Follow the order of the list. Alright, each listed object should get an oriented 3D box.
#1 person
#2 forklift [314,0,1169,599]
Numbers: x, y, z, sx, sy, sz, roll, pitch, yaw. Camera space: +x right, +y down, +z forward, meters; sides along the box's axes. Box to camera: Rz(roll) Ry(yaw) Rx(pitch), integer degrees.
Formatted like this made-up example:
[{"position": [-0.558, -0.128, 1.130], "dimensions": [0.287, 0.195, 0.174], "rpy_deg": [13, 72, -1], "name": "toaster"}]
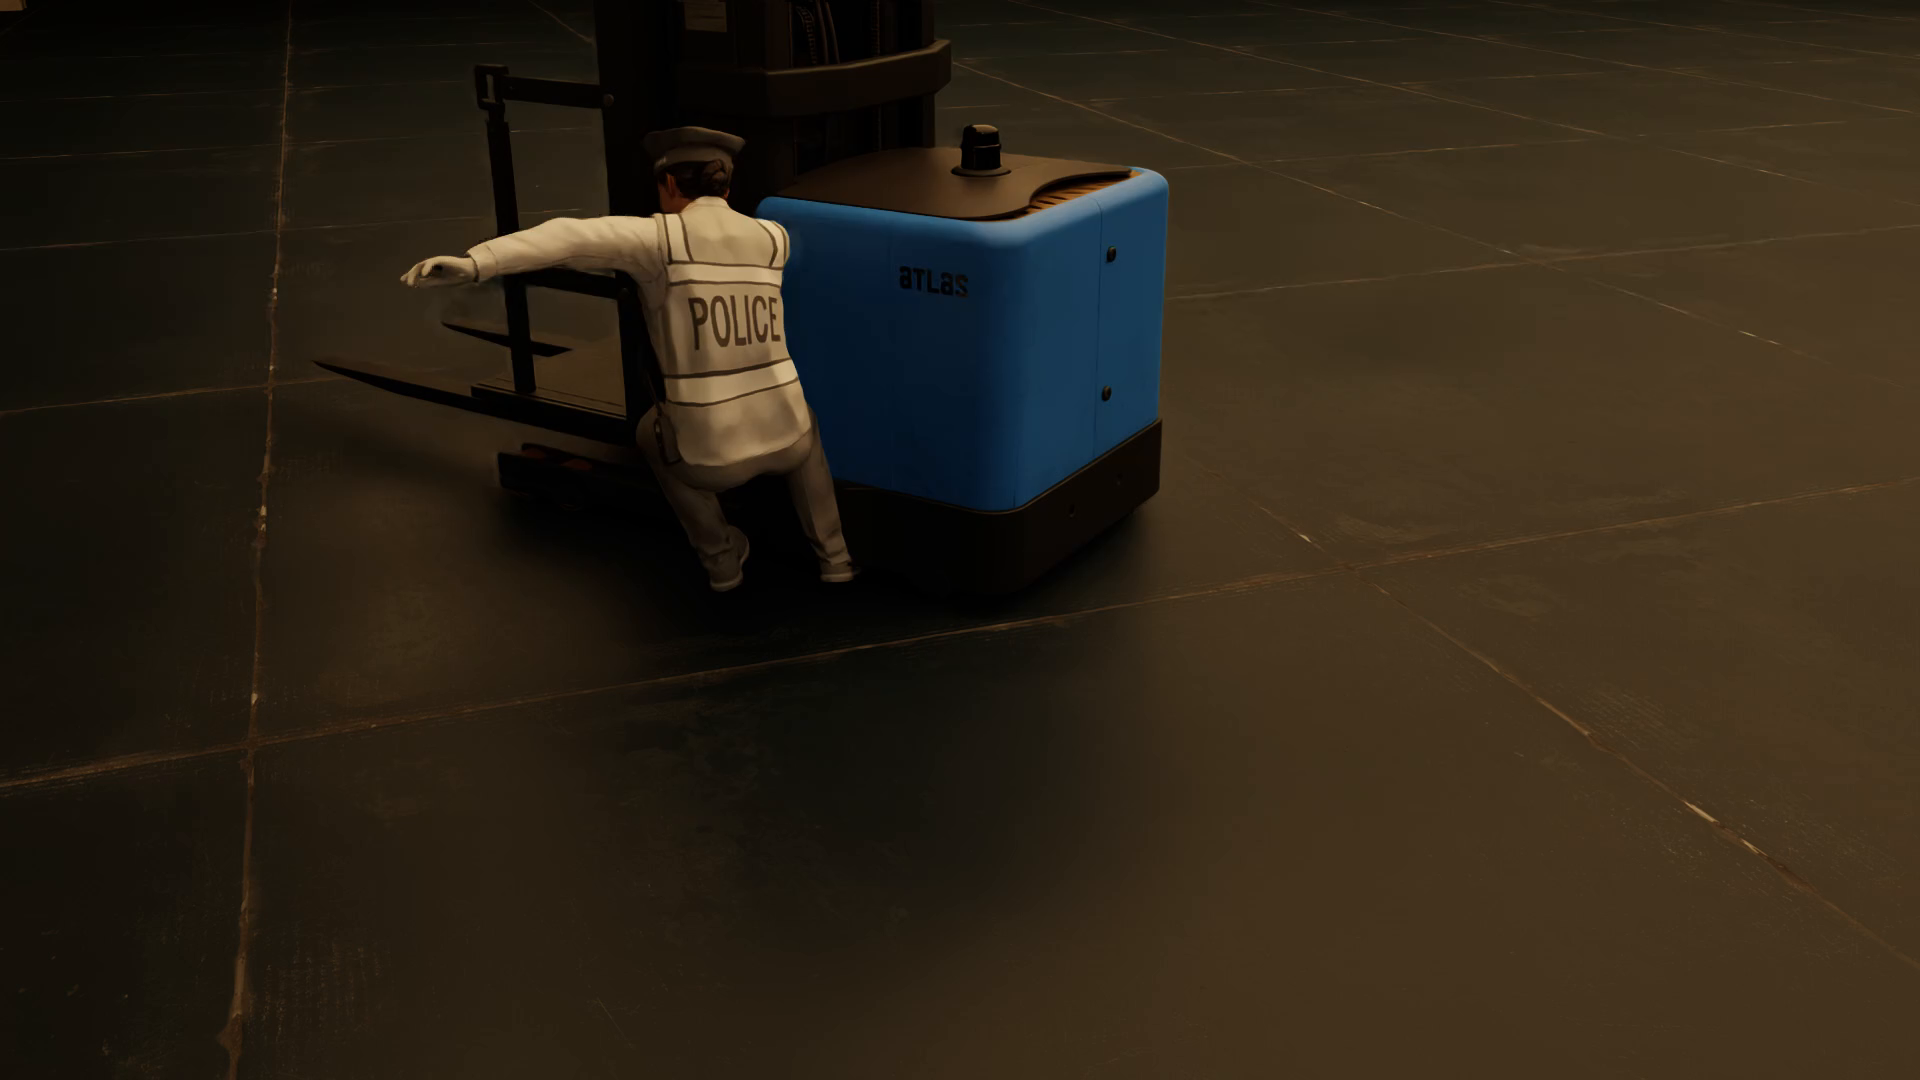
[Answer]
[{"position": [-0.751, -0.340, 4.196], "dimensions": [1.308, 1.360, 0.687], "rpy_deg": [-13, 26, -29], "name": "person"}, {"position": [-0.892, -1.600, 5.103], "dimensions": [3.031, 2.935, 1.130], "rpy_deg": [13, 26, 29], "name": "forklift"}]
